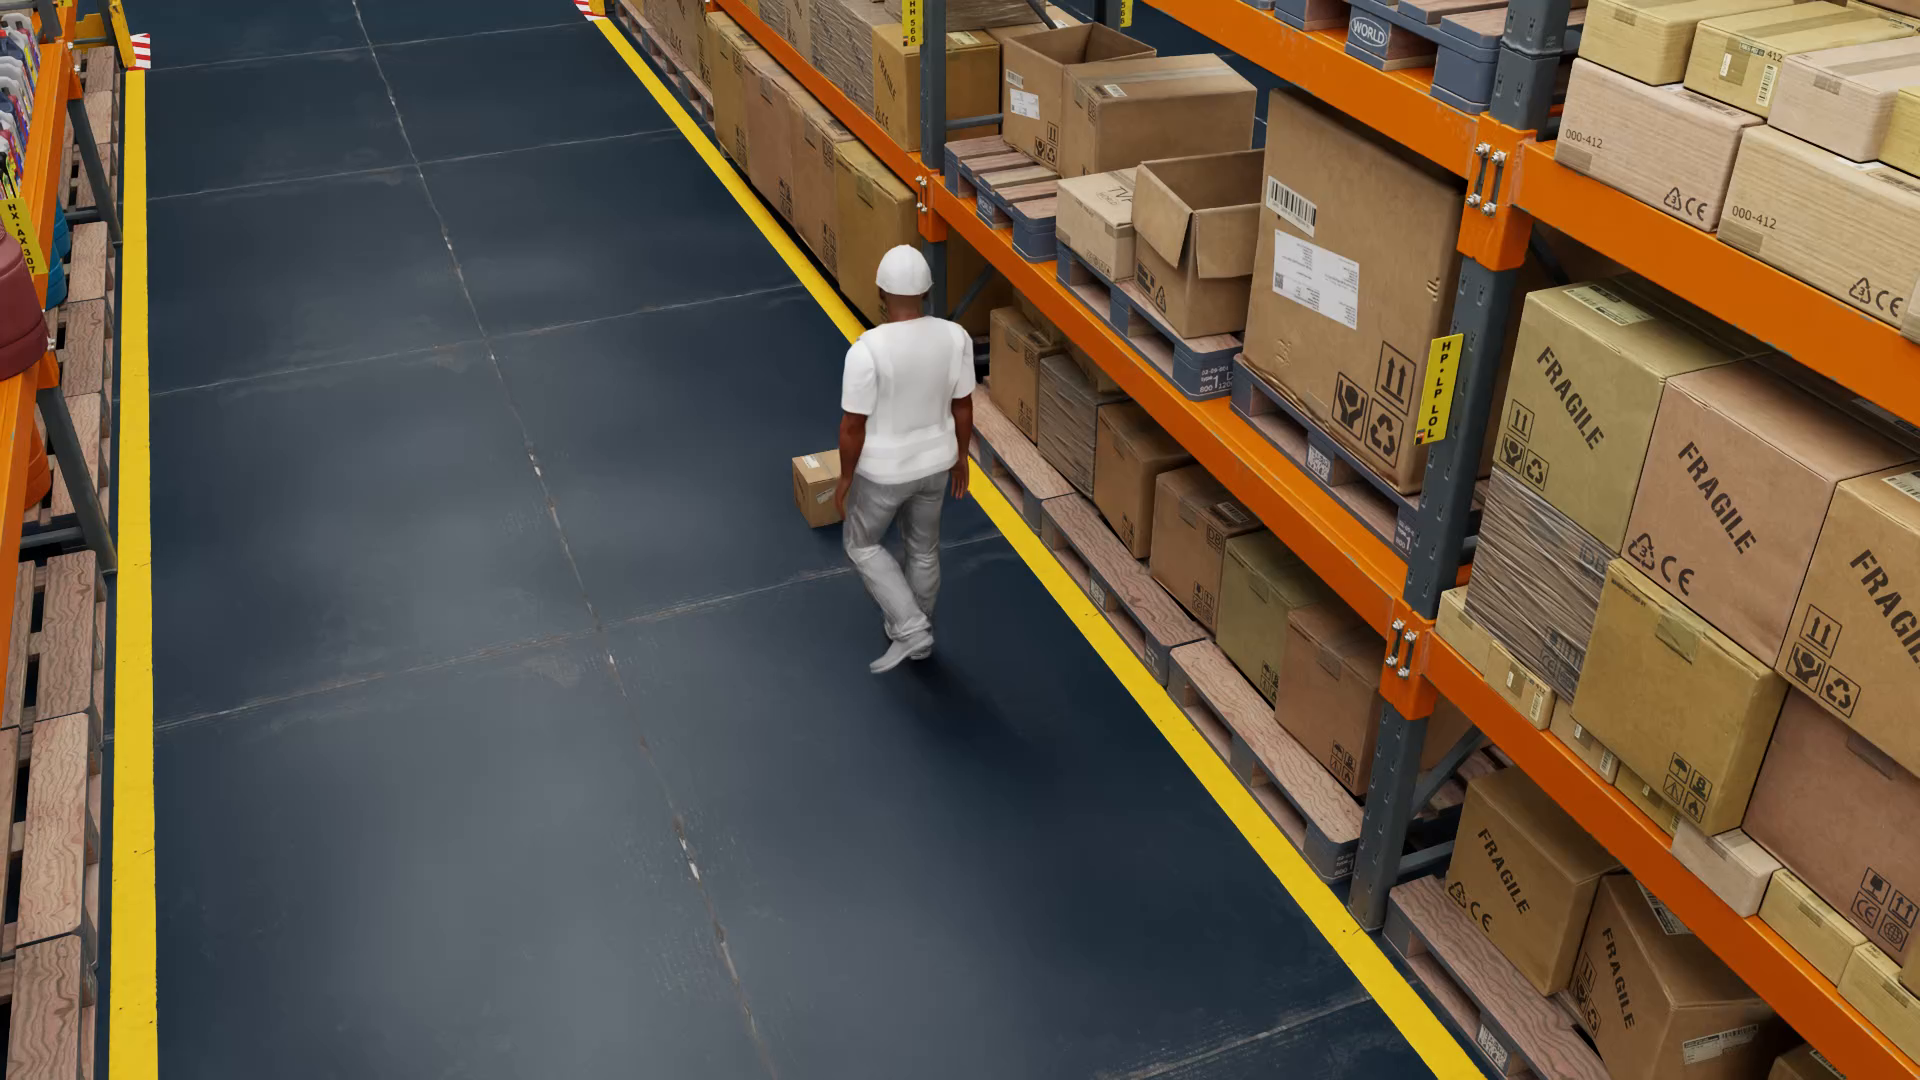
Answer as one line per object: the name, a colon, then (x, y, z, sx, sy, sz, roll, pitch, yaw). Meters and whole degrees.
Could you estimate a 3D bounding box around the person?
person: (-0.193, -0.267, 6.488, 0.606, 1.760, 0.565, -17, 37, -24)
